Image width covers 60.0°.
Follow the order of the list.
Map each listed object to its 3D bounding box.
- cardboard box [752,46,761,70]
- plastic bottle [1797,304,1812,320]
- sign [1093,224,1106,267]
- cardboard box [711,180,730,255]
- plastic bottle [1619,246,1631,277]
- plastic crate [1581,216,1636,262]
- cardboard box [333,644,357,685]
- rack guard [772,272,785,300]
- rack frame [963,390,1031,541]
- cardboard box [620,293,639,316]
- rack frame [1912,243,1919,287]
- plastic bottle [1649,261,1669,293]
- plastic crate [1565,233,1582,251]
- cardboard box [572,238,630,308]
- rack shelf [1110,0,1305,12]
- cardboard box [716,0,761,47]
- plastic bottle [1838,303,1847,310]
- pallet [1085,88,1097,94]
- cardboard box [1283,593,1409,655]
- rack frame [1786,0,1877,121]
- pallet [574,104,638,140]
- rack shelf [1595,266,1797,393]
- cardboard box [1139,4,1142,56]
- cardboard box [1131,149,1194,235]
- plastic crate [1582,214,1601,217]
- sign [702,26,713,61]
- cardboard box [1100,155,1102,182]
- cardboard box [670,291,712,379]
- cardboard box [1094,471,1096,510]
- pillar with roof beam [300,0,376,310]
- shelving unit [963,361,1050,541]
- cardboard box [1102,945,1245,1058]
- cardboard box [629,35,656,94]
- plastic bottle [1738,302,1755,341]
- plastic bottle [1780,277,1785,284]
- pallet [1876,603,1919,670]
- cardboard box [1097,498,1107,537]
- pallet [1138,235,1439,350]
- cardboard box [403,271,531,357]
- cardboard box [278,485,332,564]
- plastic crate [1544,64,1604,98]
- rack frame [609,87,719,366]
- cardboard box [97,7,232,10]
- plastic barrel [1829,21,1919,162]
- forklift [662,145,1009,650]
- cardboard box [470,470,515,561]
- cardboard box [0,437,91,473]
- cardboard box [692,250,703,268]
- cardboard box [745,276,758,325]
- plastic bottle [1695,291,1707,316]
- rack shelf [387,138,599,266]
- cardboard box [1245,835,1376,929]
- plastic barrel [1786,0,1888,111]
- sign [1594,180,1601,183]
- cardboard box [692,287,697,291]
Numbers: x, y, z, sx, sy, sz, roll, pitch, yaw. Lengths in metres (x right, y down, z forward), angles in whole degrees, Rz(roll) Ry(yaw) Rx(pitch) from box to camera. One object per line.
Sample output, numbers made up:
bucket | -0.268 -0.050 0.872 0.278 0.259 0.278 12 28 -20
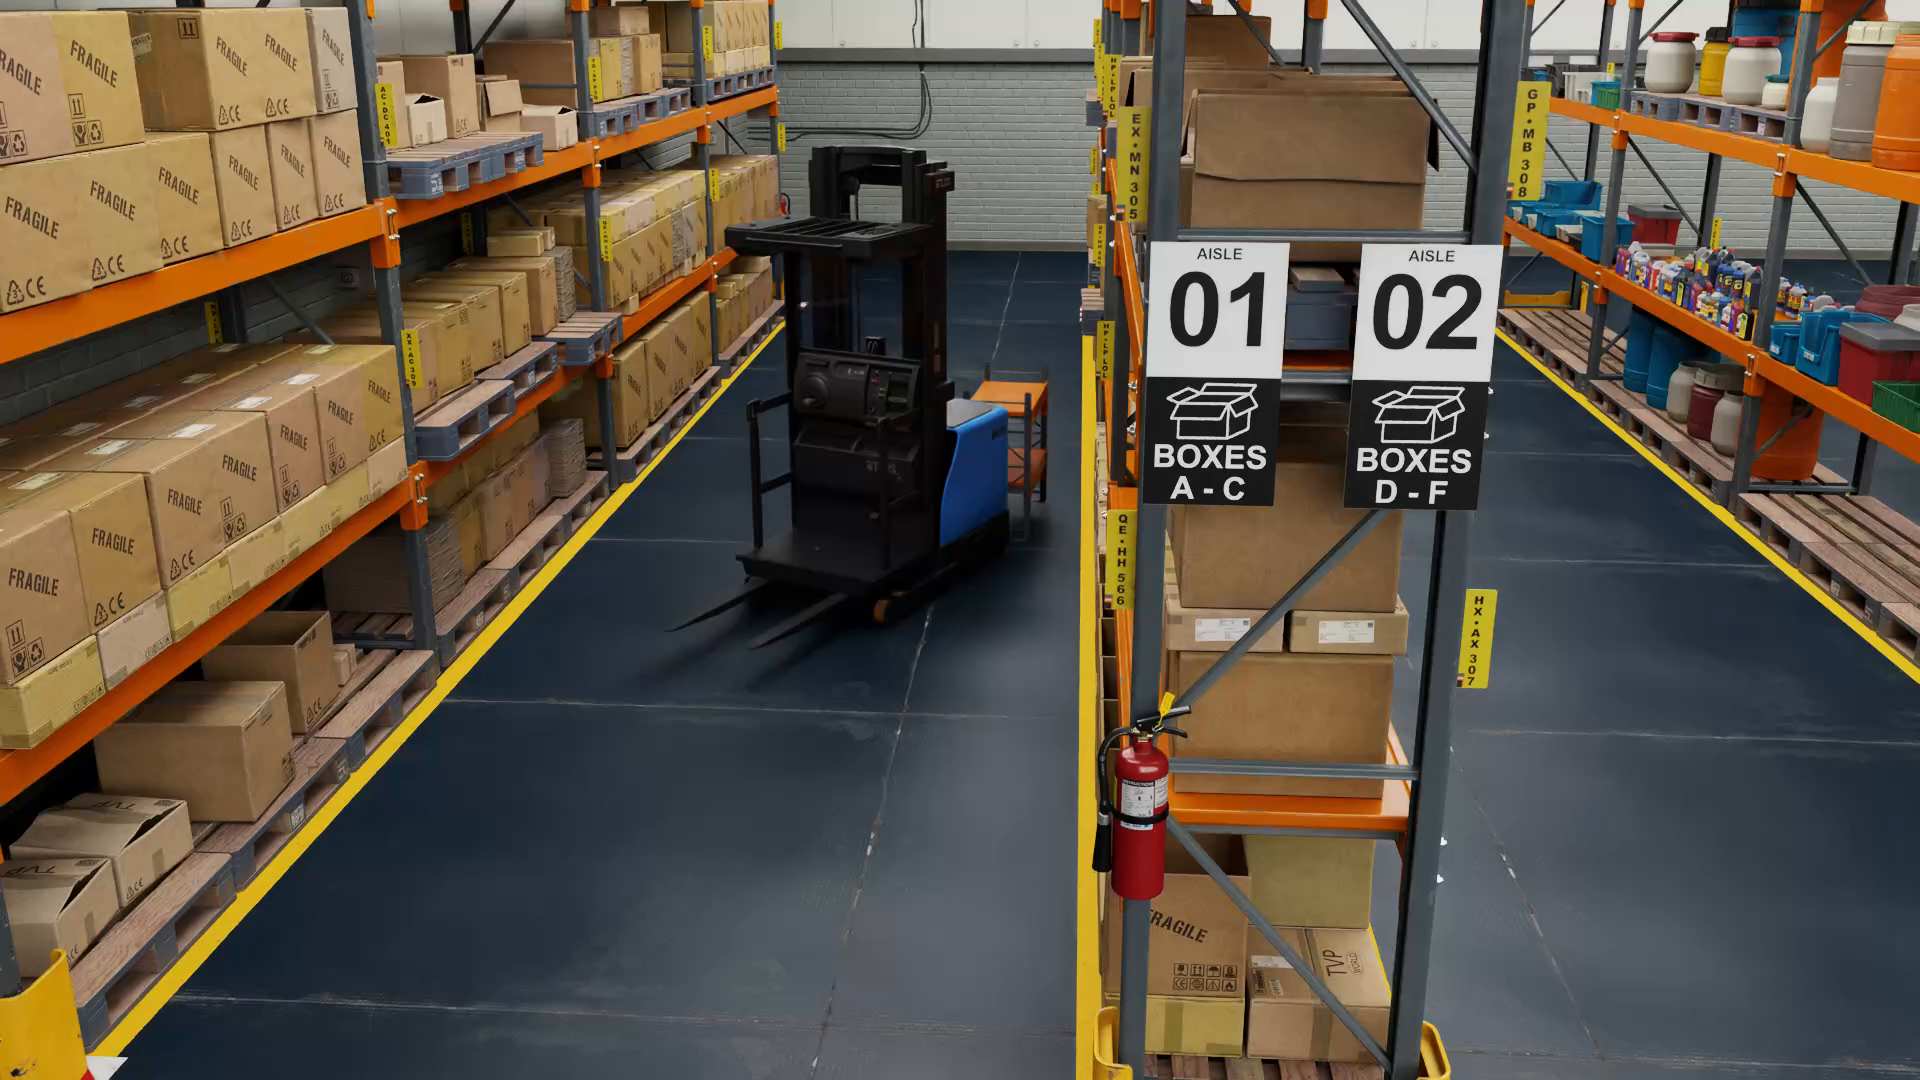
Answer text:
cardboard box | -2.574 -5.543 19.110 0.500 0.250 0.500 1 18 2
plastic bottle | 6.819 -1.804 13.431 0.097 0.201 0.097 0 18 0
sign | 1.076 -2.264 12.784 0.100 0.325 0.005 1 18 4
cardboard box | -2.982 -3.405 17.516 0.980 0.700 0.700 2 18 5
plastic bottle | 6.383 -2.672 15.947 0.061 0.283 0.133 1 18 4
plastic crate | 6.538 -3.047 16.833 0.392 0.384 0.575 1 18 4
cardboard box | -3.619 0.694 9.330 0.380 0.166 0.250 -1 18 -3
rack guard | -2.748 -3.156 21.253 1.175 0.500 0.348 1 18 4
rack frame | 0.269 -0.545 12.281 0.500 1.125 0.032 3 18 9
cardboard box | -2.939 -1.998 14.074 0.380 0.149 0.250 2 18 6
rack frame | 12.072 -4.005 19.828 1.000 3.000 0.127 1 18 4
plastic bottle | 6.365 -2.391 15.103 0.152 0.276 0.135 1 18 4
plastic crate | 6.657 -3.125 17.487 0.437 0.125 0.590 1 18 4
cardboard box | -3.033 -2.196 13.636 0.500 0.500 0.500 2 18 6
rack shelf | 1.474 -3.440 10.268 1.077 0.370 4.000 1 18 4
cardboard box | -2.577 -5.906 19.013 0.500 0.500 0.500 2 18 6
plastic bottle | 6.947 -1.732 13.099 0.097 0.271 0.097 0 18 0
pallet | 1.788 -4.120 15.664 1.213 0.211 1.003 1 18 4
cardboard box | 1.287 0.269 5.582 0.380 0.149 0.250 1 18 4
rack frame | 6.558 -4.482 11.649 1.000 3.000 0.127 1 18 4
pallet | -3.330 -3.389 13.434 1.213 0.211 1.003 2 18 6
rack shelf | 6.701 -1.910 14.591 1.077 0.370 4.000 1 18 4
cardboard box | 1.728 -4.143 13.665 0.500 0.500 0.500 1 18 4
cardboard box | 0.864 -1.242 5.920 0.500 0.250 0.500 1 18 4
plastic crate | 7.218 -3.672 19.138 0.396 0.136 0.243 1 18 4
sign | -2.495 -4.906 16.425 0.100 0.325 0.005 1 18 4
cardboard box | 1.682 -3.670 17.041 0.500 0.500 0.500 1 18 4
cardboard box | -2.954 -2.068 16.694 0.750 0.750 0.750 1 18 5
cardboard box | 1.252 -0.323 12.334 0.500 0.250 0.500 1 18 2
pillar with roof beam | 0.014 -4.222 10.857 9.100 9.000 0.400 1 18 4
shelving unit | 0.355 -0.701 12.757 0.538 1.125 1.048 3 18 9
cardboard box | 0.788 1.676 6.232 0.500 0.250 0.500 1 18 4
cardboard box | -3.185 -4.331 15.139 0.700 0.500 0.500 1 18 3
plastic bottle | 6.161 -1.711 13.014 0.061 0.283 0.133 1 18 4
plastic bottle | 7.011 -2.130 14.305 0.152 0.276 0.135 1 18 4
pallet | 6.289 0.692 9.973 1.003 0.211 1.213 1 18 4
cardboard box | 1.143 -0.109 10.778 0.500 0.311 0.500 1 18 4
pallet | 1.121 -0.860 5.556 1.003 0.211 1.213 1 18 4
cardboard box | -3.414 -1.575 11.545 0.700 0.500 0.500 1 18 4
cardboard box | -3.407 -0.083 8.068 0.500 0.250 0.500 1 18 4
plastic crate | 6.748 -5.043 18.279 0.504 0.338 0.767 1 18 4
rack frame | -3.037 -3.094 17.049 1.000 3.000 0.127 1 18 4
cardboard box | -3.930 -2.421 8.380 0.500 0.500 0.500 2 18 5
plastic barrel | 6.283 -3.044 11.274 0.600 0.901 0.600 0 18 0
forklift | -0.788 -1.005 10.783 1.130 2.935 3.031 10 20 27
cardboard box | -3.510 -0.179 11.460 0.700 0.500 0.500 1 18 5
cardboard box | -3.997 -0.130 7.007 0.500 0.500 0.500 1 18 2
cardboard box | -2.773 -2.794 16.505 0.380 0.149 0.250 2 18 5
cardboard box | -2.772 -2.817 19.543 0.700 0.500 0.500 1 18 2
plastic bottle | 6.253 -1.990 13.999 0.097 0.201 0.097 0 18 0
rack shelf | -3.467 -2.314 11.007 1.077 0.370 4.000 1 18 4
cardboard box | 1.338 1.176 6.554 0.500 0.500 0.500 1 18 4
plastic barrel | 6.602 -3.636 12.521 0.600 0.830 0.708 1 18 4
sign | 7.681 -4.186 20.118 0.100 0.325 0.005 1 18 4
cardboard box | -3.035 -2.849 18.599 0.380 0.149 0.250 1 18 2
